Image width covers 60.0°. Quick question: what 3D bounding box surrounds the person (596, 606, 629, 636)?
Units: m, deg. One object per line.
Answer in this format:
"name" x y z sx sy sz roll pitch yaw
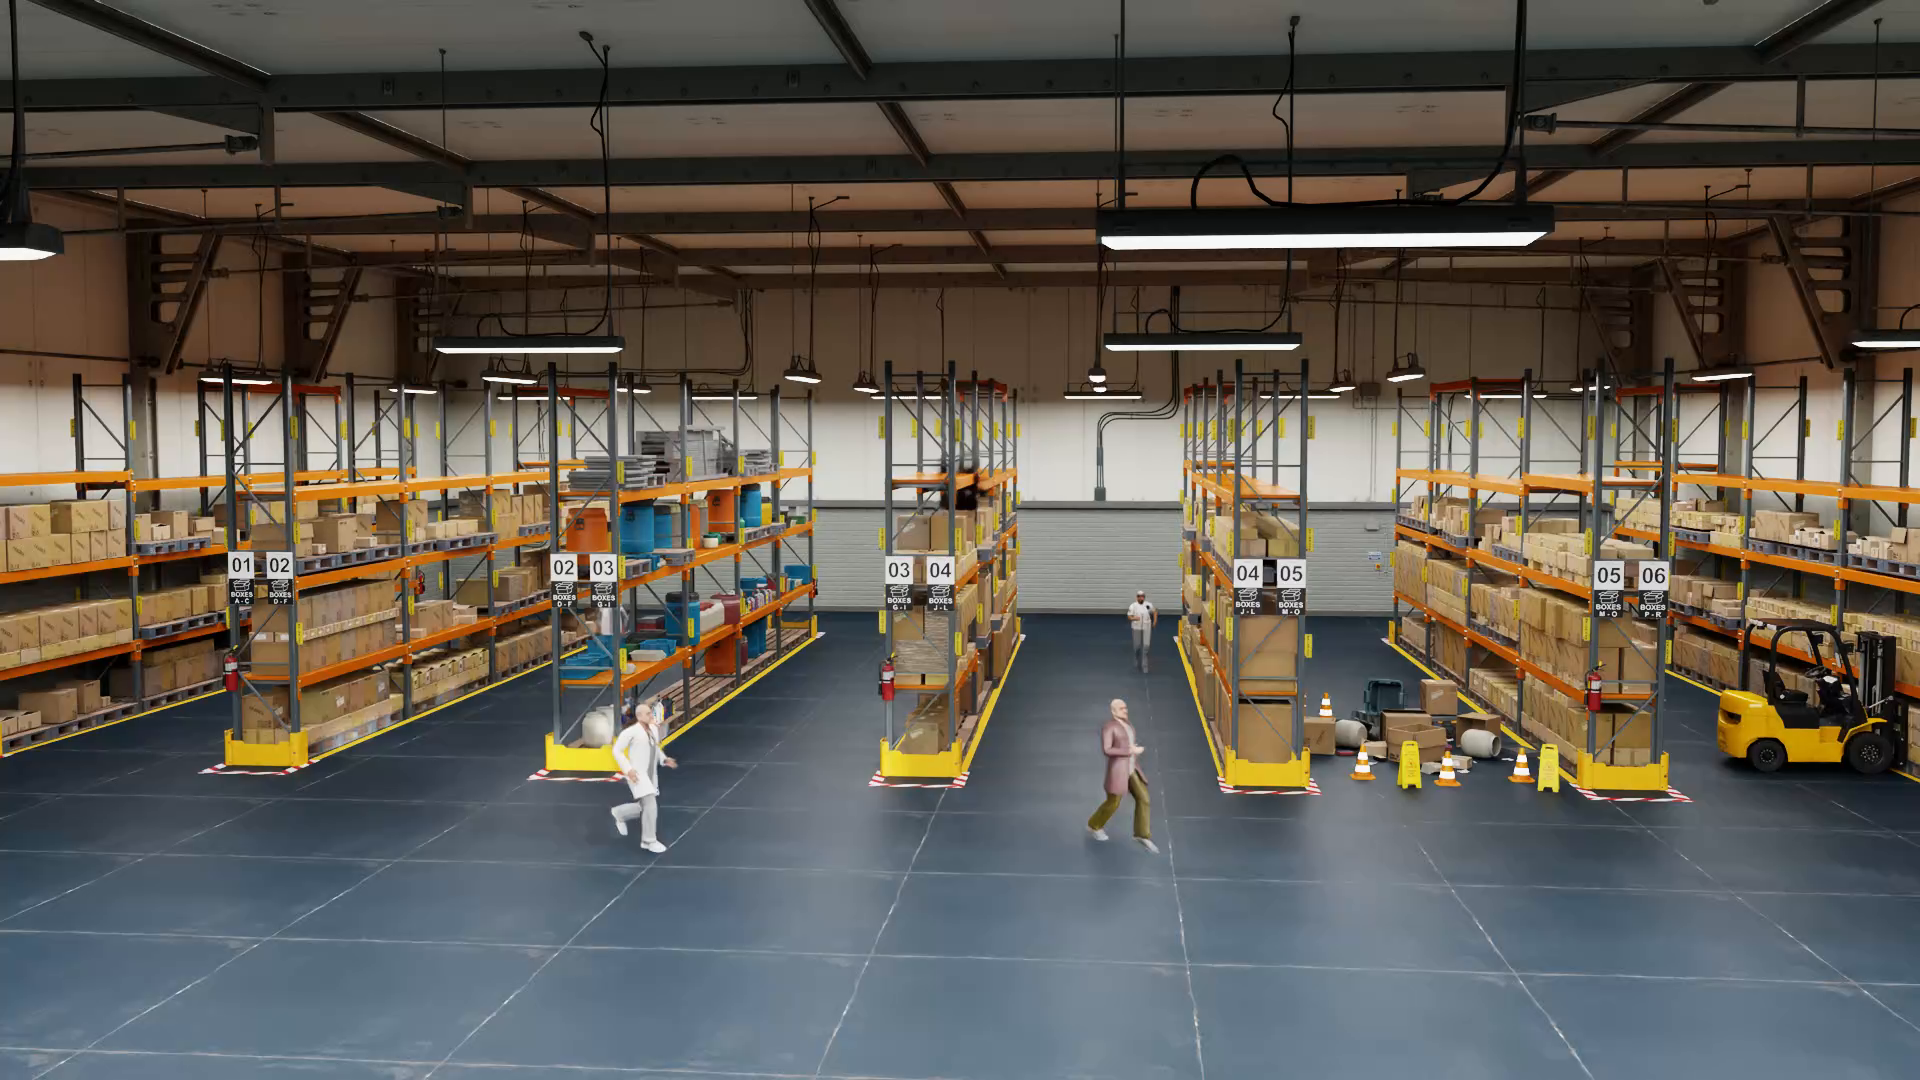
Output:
"person" -7.083 1.909 33.889 0.658 1.745 0.823 0 4 -5

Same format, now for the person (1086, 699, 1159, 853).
"person" 1.957 2.814 19.986 0.729 1.807 0.973 -4 5 -43

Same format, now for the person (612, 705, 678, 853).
"person" -3.882 2.829 19.910 0.876 1.750 0.693 2 4 28

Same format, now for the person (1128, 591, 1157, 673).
"person" 3.807 1.907 34.771 0.607 1.703 0.816 0 4 7
